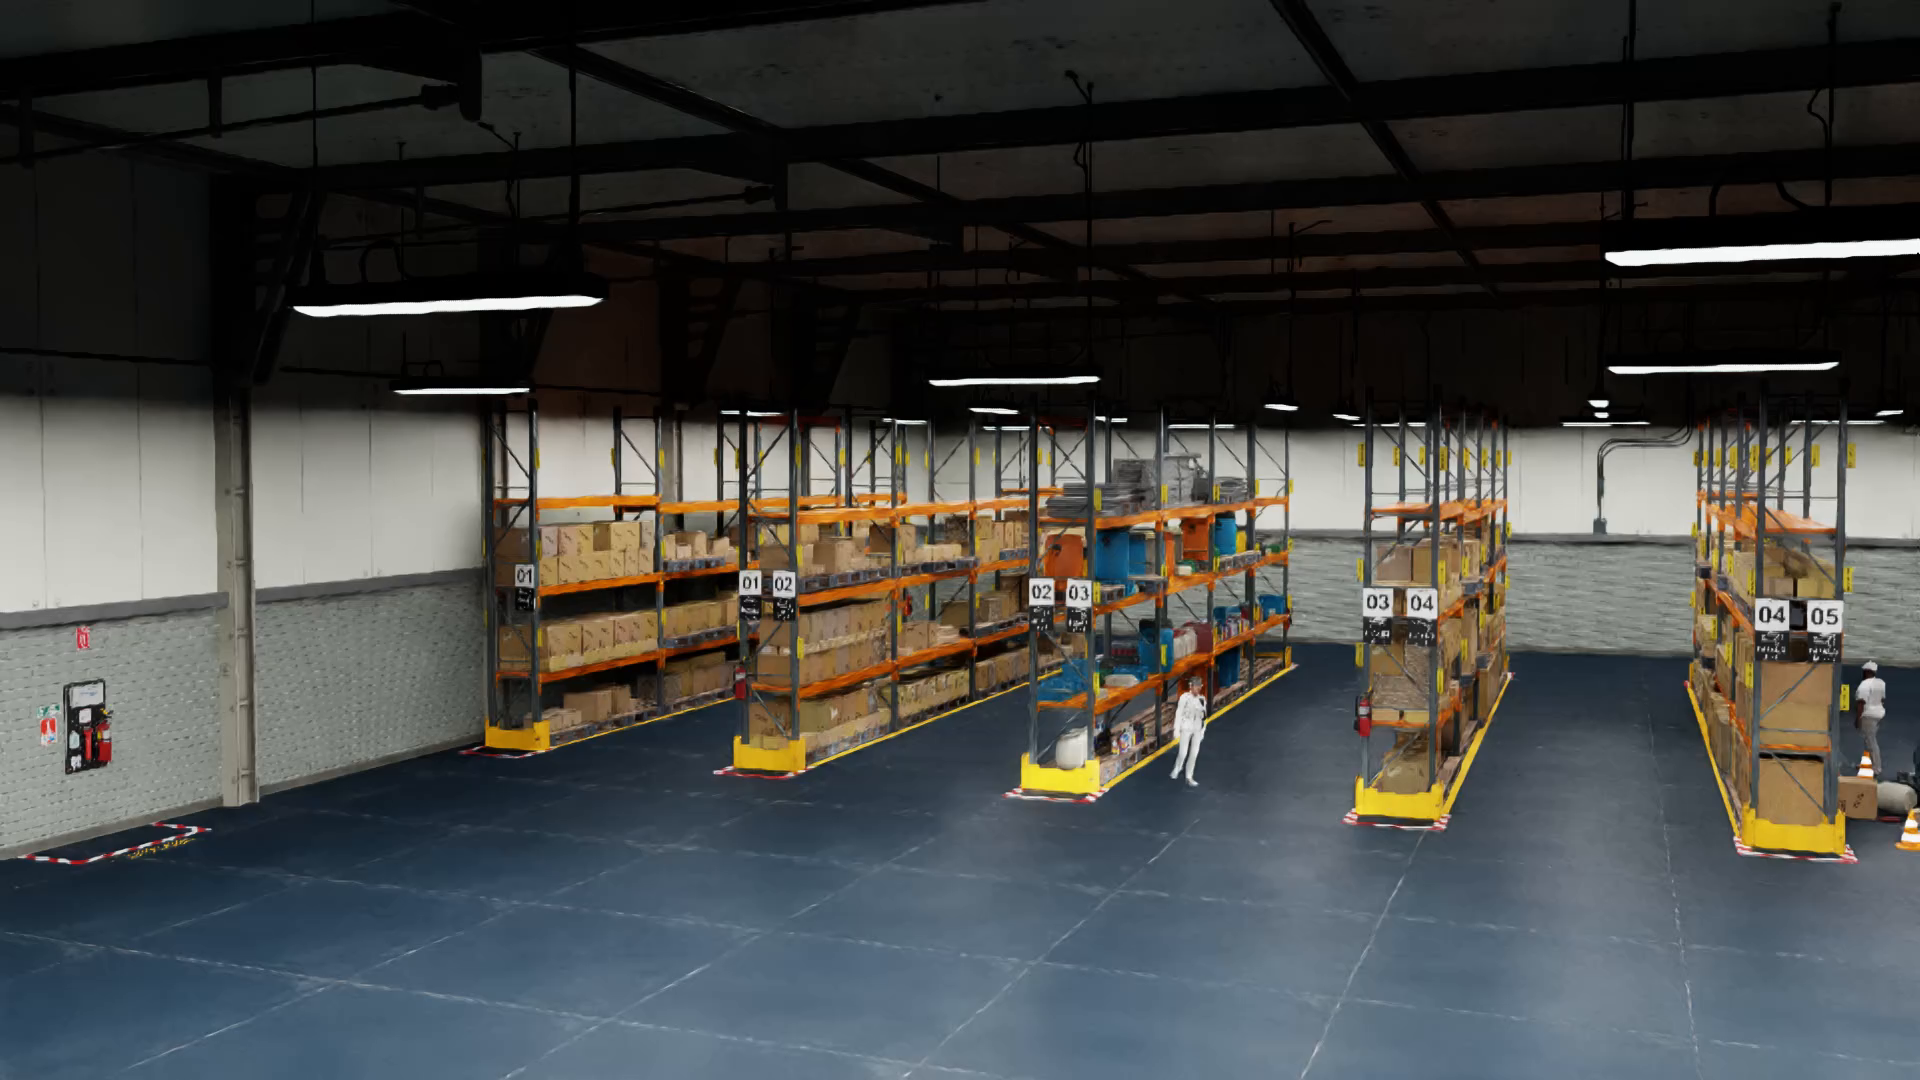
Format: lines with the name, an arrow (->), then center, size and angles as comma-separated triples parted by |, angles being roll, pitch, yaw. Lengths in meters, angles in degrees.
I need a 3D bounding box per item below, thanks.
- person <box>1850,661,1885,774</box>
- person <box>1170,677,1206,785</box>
person -> 14.421, 2.800, 26.424 | 0.673, 1.763, 0.580 | -2, 3, -36
person -> 3.520, 2.910, 25.571 | 0.530, 1.671, 0.519 | -1, 3, -16
